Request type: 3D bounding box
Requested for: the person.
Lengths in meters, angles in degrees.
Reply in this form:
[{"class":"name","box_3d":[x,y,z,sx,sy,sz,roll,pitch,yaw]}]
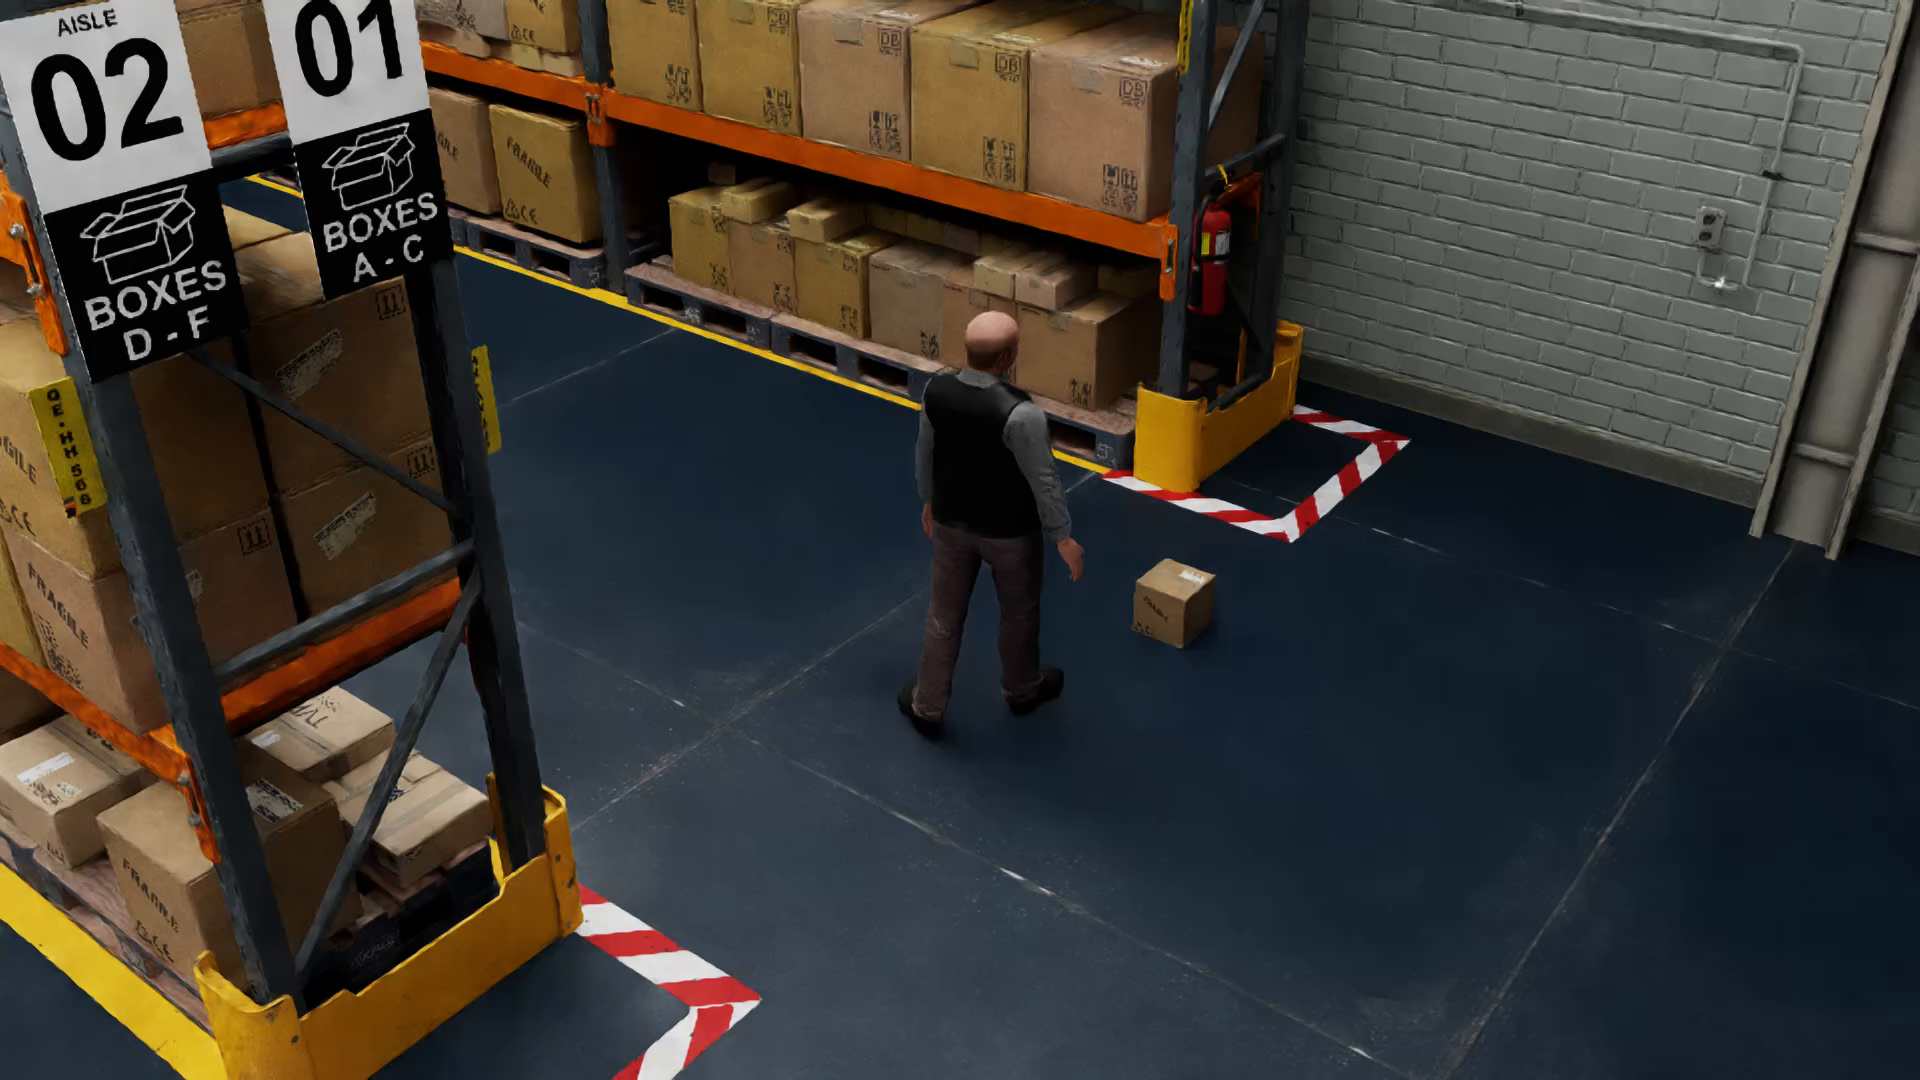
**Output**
[{"class":"person","box_3d":[0.142,-0.056,6.244,0.738,1.722,0.627,17,34,26]}]
